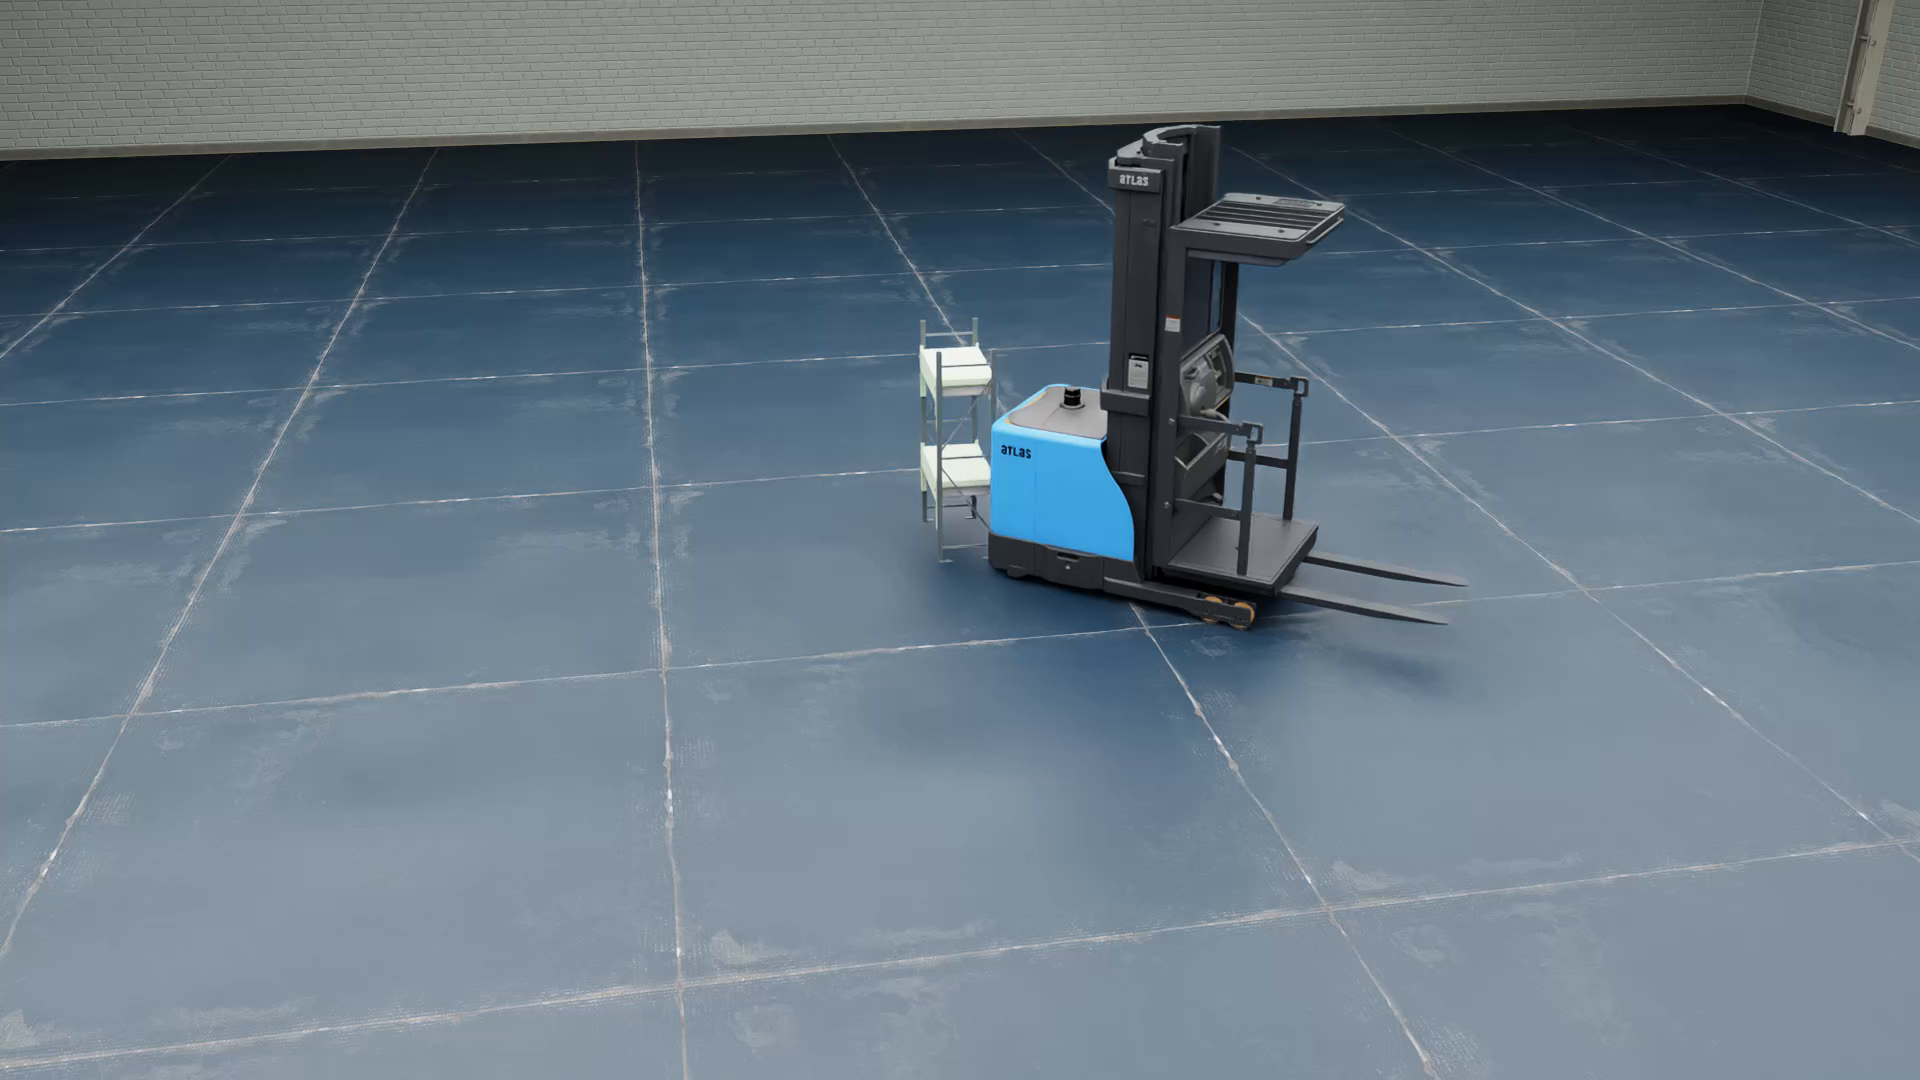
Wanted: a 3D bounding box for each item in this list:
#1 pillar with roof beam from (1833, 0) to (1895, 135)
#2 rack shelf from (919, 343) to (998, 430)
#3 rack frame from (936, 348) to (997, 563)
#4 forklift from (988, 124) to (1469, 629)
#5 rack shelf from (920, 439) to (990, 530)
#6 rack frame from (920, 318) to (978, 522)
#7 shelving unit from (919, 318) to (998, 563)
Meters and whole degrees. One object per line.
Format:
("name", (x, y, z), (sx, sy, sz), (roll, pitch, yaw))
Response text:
("pillar with roof beam", (10.072, -10.350, 24.204), (9.100, 9.000, 0.400), (-4, 24, -10))
("rack shelf", (-0.017, -1.052, 11.309), (0.431, 0.370, 0.720), (-4, 24, -9))
("rack frame", (0.043, -0.549, 11.134), (0.400, 1.500, 0.023), (-4, 24, -9))
("forklift", (1.740, -1.024, 10.433), (3.031, 2.935, 1.130), (11, 26, 24))
("rack shelf", (-0.017, -0.395, 11.596), (0.431, 0.370, 0.720), (-4, 24, -9))
("rack frame", (-0.076, -0.839, 11.796), (0.400, 1.500, 0.023), (-4, 24, -9))
("shelving unit", (-0.017, -0.694, 11.465), (0.431, 1.500, 0.755), (-4, 24, -9))
